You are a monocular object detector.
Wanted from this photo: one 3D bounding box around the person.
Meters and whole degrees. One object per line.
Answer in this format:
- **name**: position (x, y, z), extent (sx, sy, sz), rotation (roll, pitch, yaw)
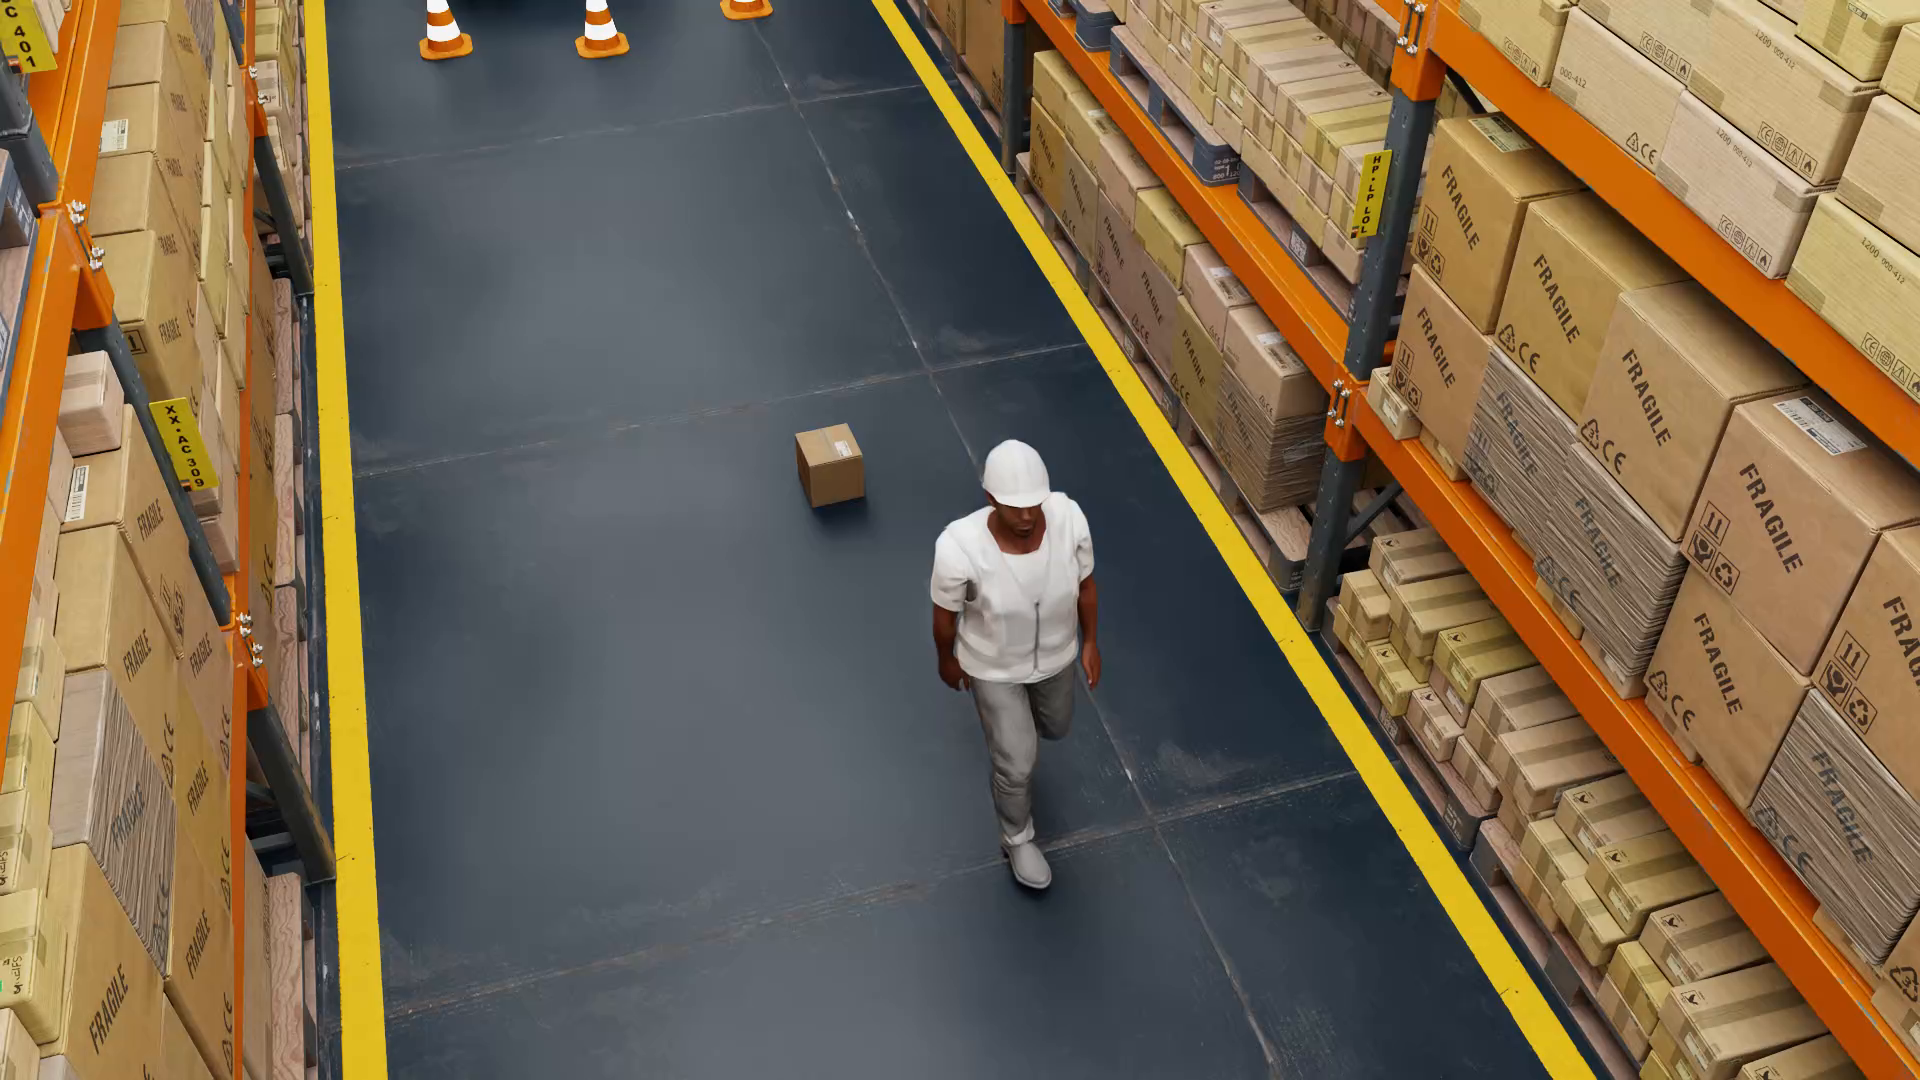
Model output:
- **person**: position (0.196, 0.374, 5.704), extent (0.569, 1.743, 0.803), rotation (-17, 45, -18)
